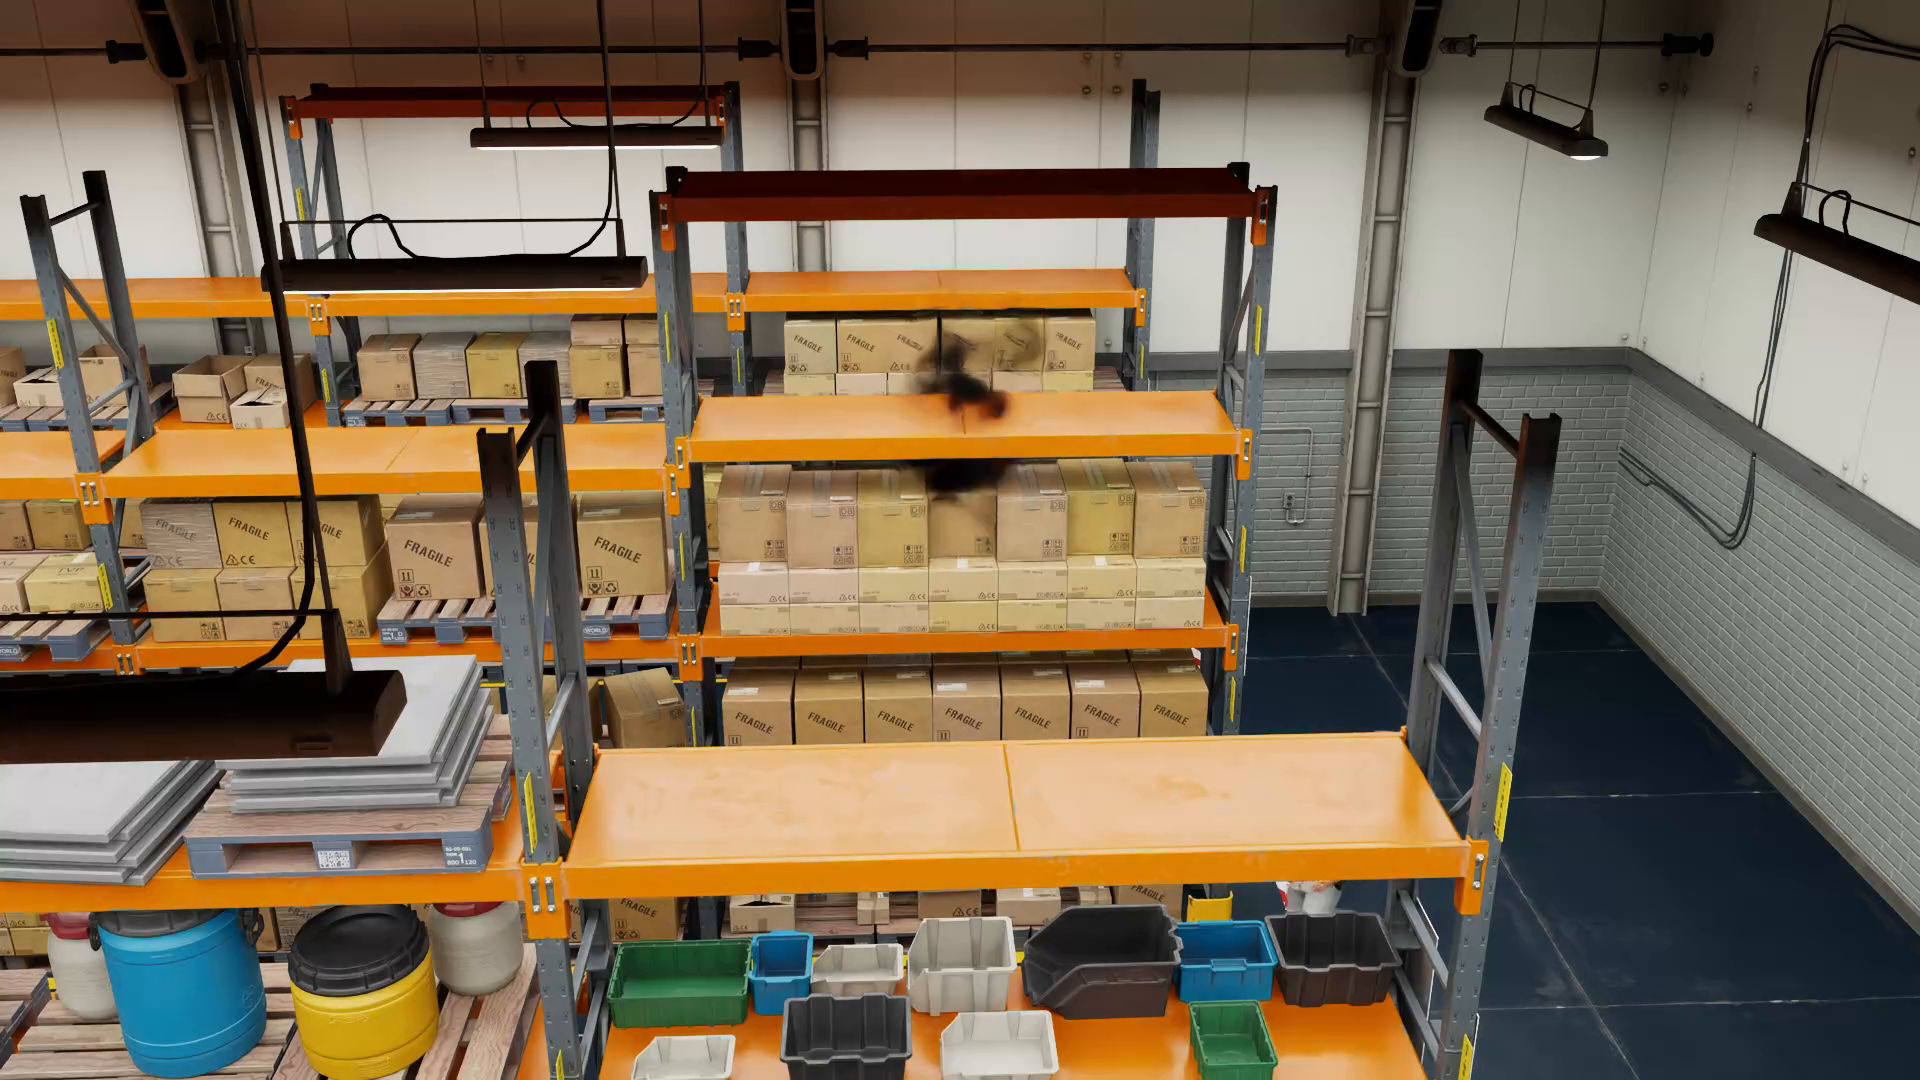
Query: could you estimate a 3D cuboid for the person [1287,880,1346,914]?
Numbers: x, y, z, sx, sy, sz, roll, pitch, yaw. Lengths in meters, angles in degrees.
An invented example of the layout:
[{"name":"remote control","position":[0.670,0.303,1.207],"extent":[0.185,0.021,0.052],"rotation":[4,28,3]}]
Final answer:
[{"name":"person","position":[2.593,2.471,12.181],"extent":[0.666,1.777,0.703],"rotation":[-20,30,-41]}]
